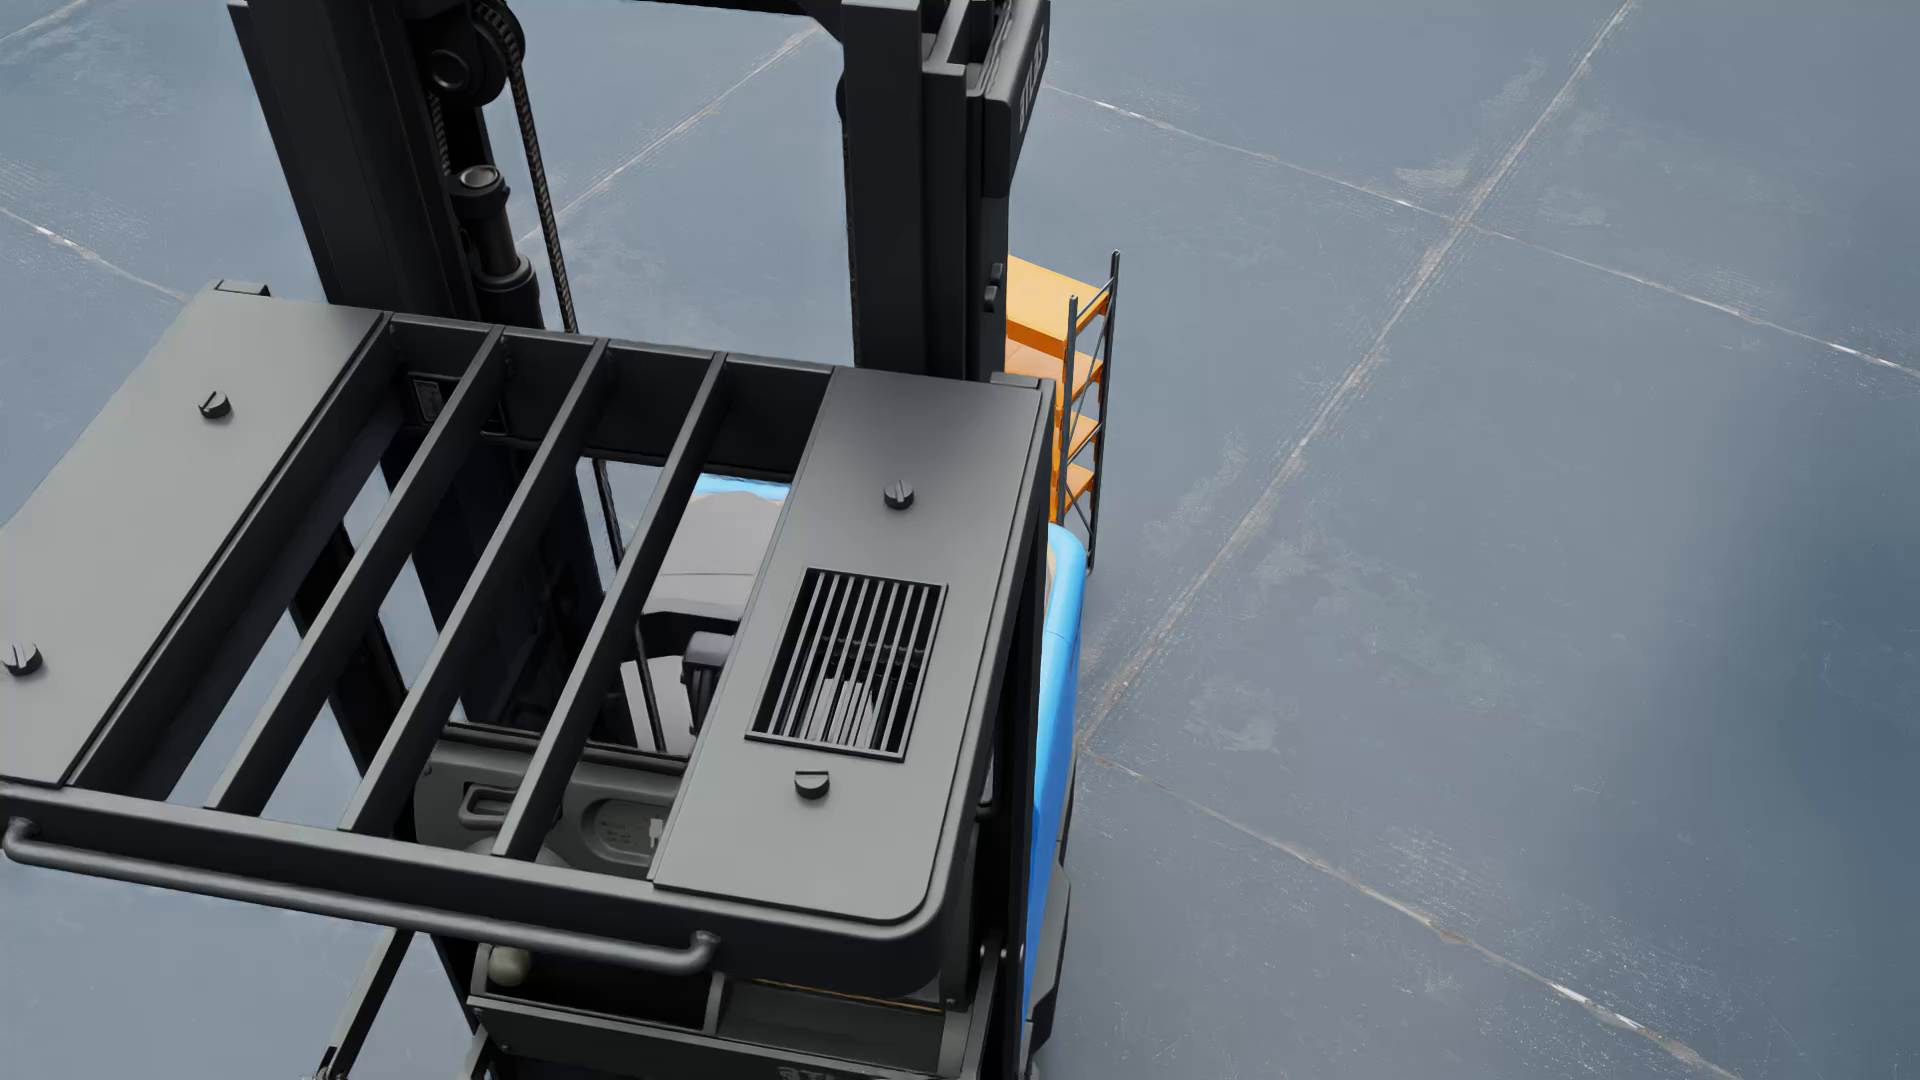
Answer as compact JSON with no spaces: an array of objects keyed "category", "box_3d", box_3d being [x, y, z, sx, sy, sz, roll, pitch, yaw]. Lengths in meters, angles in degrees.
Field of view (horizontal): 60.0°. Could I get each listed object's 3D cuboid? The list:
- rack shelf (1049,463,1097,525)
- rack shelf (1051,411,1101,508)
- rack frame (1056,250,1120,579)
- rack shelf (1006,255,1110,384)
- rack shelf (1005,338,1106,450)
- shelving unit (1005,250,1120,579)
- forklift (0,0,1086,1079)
[{"category":"rack shelf","box_3d":[0.139,-0.169,4.948,0.480,0.148,0.258,25,51,22]},{"category":"rack shelf","box_3d":[0.139,-0.307,4.806,0.480,0.148,0.258,25,51,22]},{"category":"rack frame","box_3d":[0.345,-0.260,4.666,0.015,1.200,0.240,25,51,22]},{"category":"rack shelf","box_3d":[0.139,-0.628,4.476,0.480,0.148,0.258,25,51,22]},{"category":"rack shelf","box_3d":[0.139,-0.463,4.645,0.480,0.148,0.258,25,51,22]},{"category":"shelving unit","box_3d":[0.139,-0.354,4.757,0.503,1.200,0.258,25,51,22]},{"category":"forklift","box_3d":[-0.473,0.670,2.555,1.130,2.935,3.031,8,46,7]}]
